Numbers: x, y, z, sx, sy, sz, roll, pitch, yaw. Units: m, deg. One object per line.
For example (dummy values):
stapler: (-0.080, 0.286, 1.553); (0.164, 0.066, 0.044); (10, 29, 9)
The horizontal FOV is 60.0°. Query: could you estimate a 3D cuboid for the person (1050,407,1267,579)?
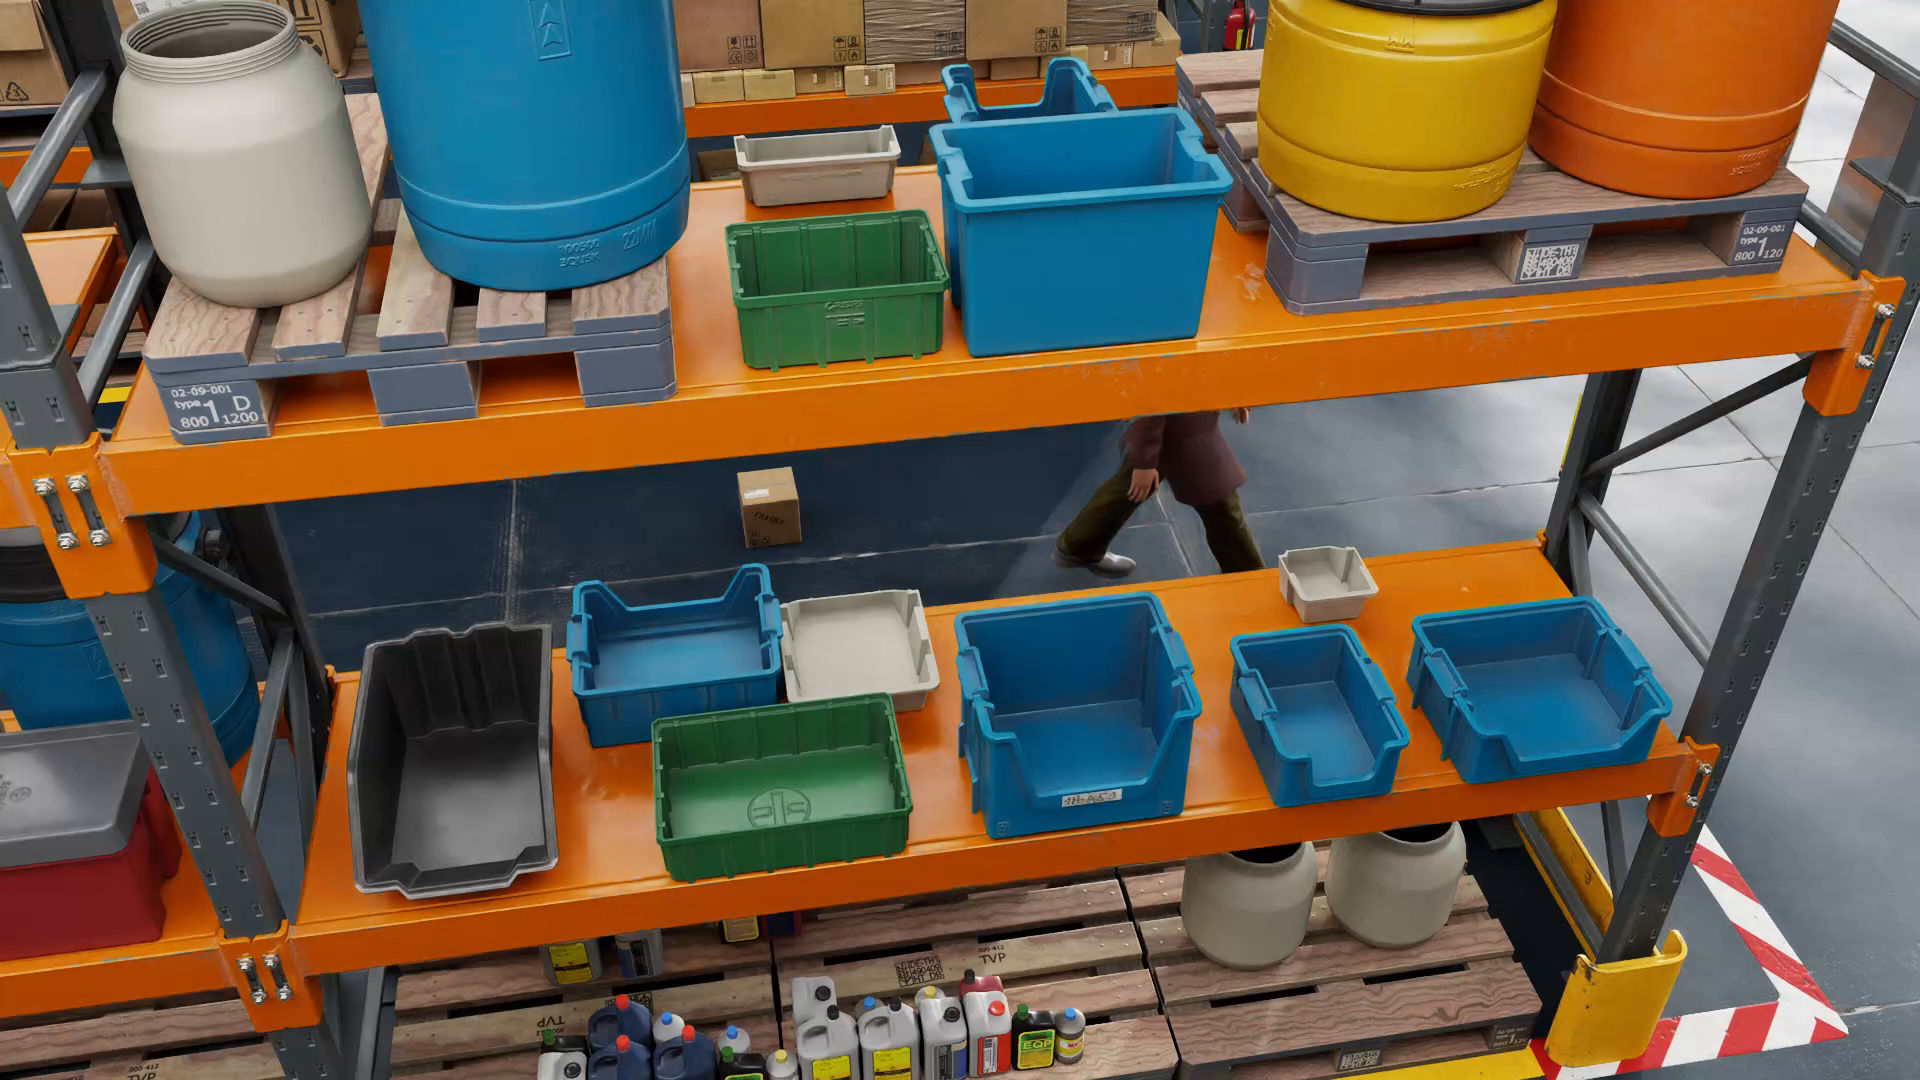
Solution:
person: (0.963, -0.463, 6.742); (1.148, 1.712, 0.613); (3, 38, 3)
